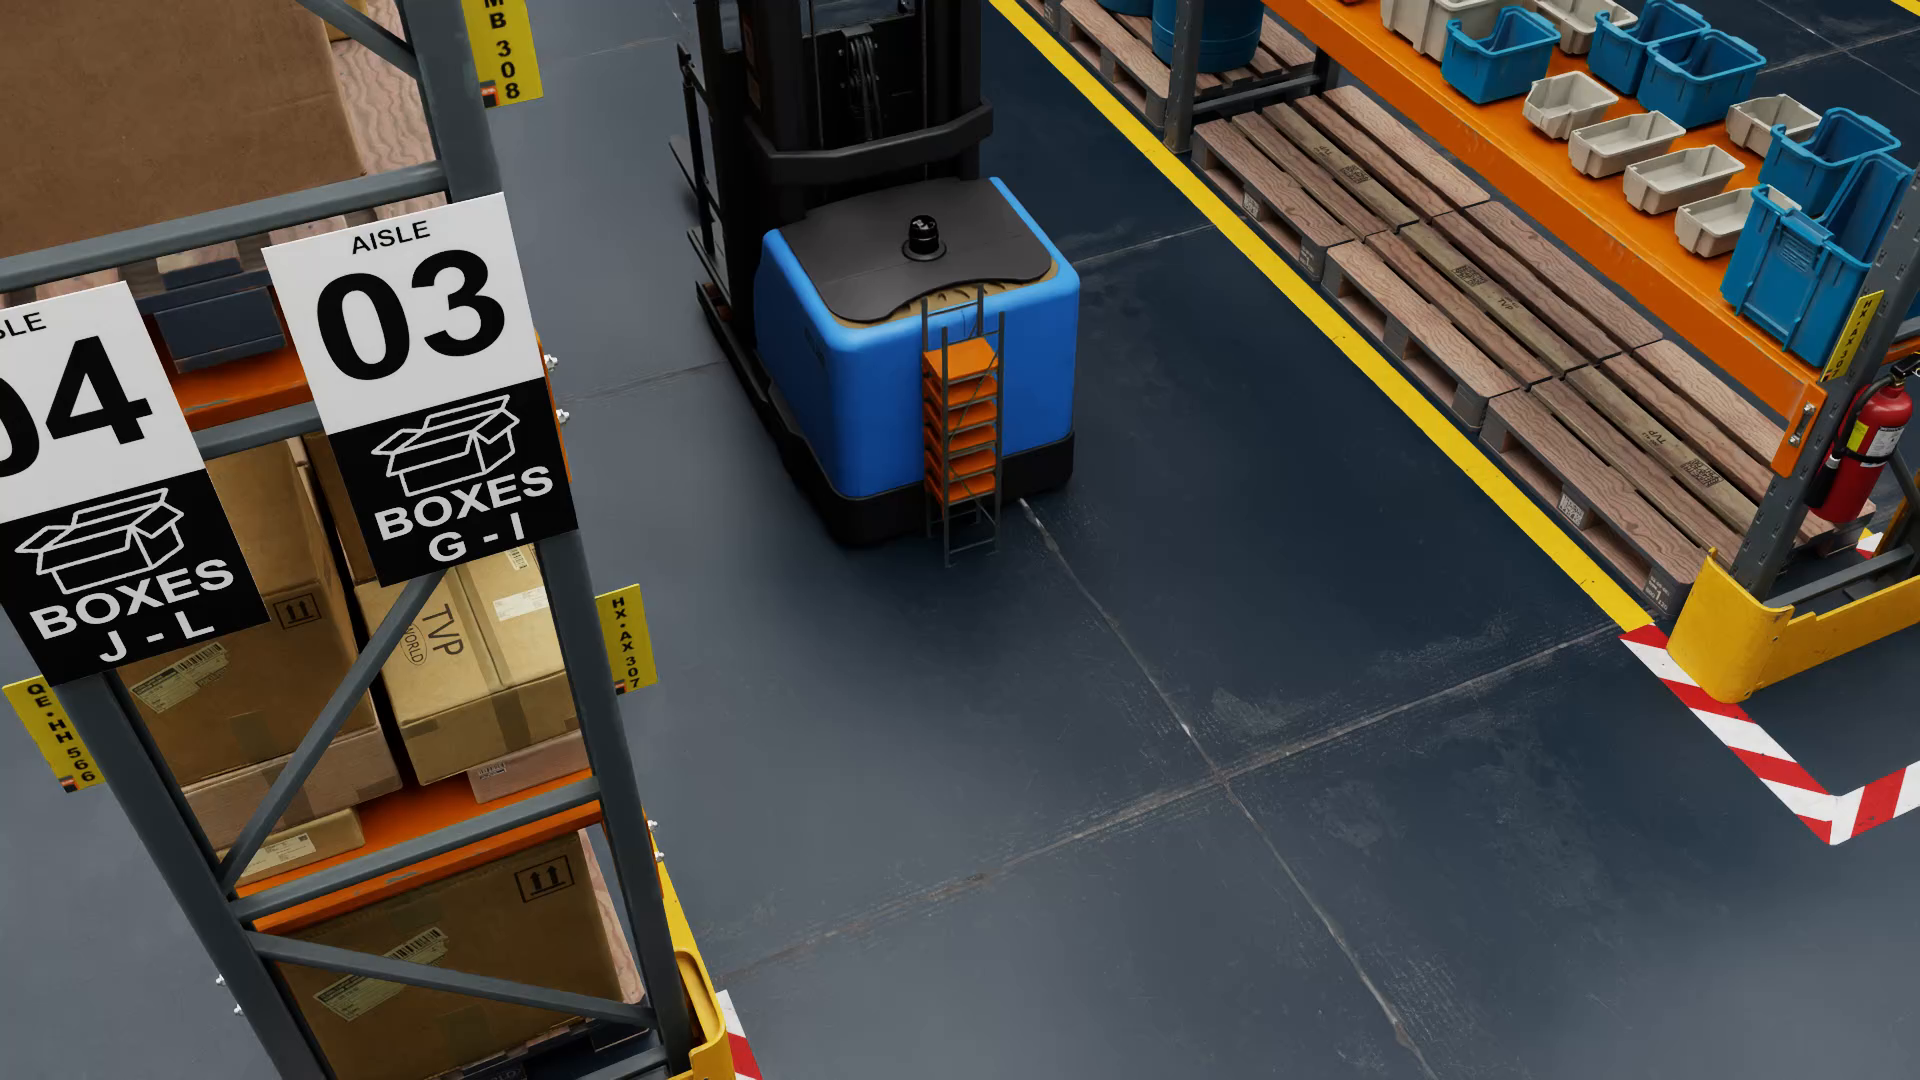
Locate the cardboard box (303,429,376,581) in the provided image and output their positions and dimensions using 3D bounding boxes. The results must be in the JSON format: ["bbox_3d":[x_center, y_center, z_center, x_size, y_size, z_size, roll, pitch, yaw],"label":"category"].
[{"bbox_3d":[-1.416,-0.301,4.281,0.500,0.500,0.500,-19,48,-18],"label":"cardboard box"}]

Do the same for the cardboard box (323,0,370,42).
[{"bbox_3d":[-1.643,-1.276,3.330,0.700,0.500,0.500,-20,48,-19],"label":"cardboard box"}]

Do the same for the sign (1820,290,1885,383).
[{"bbox_3d":[2.753,-0.626,5.132,0.100,0.325,0.005,-18,47,-17],"label":"sign"}]

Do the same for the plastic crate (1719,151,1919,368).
[{"bbox_3d":[2.935,-0.933,5.492,0.616,0.435,0.499,-18,47,-17],"label":"plastic crate"}]

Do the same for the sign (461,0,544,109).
[{"bbox_3d":[-0.743,-0.845,2.656,0.100,0.325,0.005,-18,47,-17],"label":"sign"}]

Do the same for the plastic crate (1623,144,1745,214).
[{"bbox_3d":[2.629,-1.323,6.100,0.396,0.136,0.243,-18,47,-17],"label":"plastic crate"}]

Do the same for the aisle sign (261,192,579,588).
[{"bbox_3d":[-0.946,-0.246,3.012,0.394,0.787,0.004,-18,47,-17],"label":"aisle sign"}]

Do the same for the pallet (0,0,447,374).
[{"bbox_3d":[-1.570,-0.783,3.336,1.003,0.211,1.213,-18,47,-17],"label":"pallet"}]

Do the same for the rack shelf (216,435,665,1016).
[{"bbox_3d":[-2.090,-0.296,5.427,1.077,0.370,4.000,-18,47,-17],"label":"rack shelf"}]

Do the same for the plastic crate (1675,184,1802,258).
[{"bbox_3d":[2.738,-1.134,5.909,0.396,0.136,0.243,-18,47,-17],"label":"plastic crate"}]

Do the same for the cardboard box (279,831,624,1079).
[{"bbox_3d":[-1.591,0.945,4.870,0.875,0.875,0.875,-18,47,-17],"label":"cardboard box"}]

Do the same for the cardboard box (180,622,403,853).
[{"bbox_3d":[-1.693,0.439,4.064,0.500,0.250,0.500,-19,48,-18],"label":"cardboard box"}]

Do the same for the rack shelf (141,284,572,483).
[{"bbox_3d":[-2.090,-1.364,4.373,1.077,0.370,4.000,-18,47,-17],"label":"rack shelf"}]

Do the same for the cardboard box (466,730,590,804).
[{"bbox_3d":[-1.099,0.488,4.299,0.380,0.149,0.250,-18,47,-17],"label":"cardboard box"}]

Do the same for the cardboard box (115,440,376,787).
[{"bbox_3d":[-1.692,0.170,3.803,0.500,0.500,0.500,-17,47,-17],"label":"cardboard box"}]

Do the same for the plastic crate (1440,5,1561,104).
[{"bbox_3d":[2.149,-1.935,6.652,0.416,0.233,0.300,-18,47,-17],"label":"plastic crate"}]

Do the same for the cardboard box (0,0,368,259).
[{"bbox_3d":[-1.516,-0.882,2.931,0.700,0.500,0.500,-21,48,-20],"label":"cardboard box"}]

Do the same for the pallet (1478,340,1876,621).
[{"bbox_3d":[2.933,-0.285,6.888,1.003,0.211,1.213,-18,47,-17],"label":"pallet"}]

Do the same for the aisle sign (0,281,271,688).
[{"bbox_3d":[-1.491,-0.069,2.833,0.394,0.787,0.004,-18,47,-17],"label":"aisle sign"}]

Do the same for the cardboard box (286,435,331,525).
[{"bbox_3d":[-2.120,-0.208,4.720,0.500,0.250,0.500,-20,48,-19],"label":"cardboard box"}]

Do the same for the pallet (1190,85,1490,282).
[{"bbox_3d":[1.907,-1.840,8.464,1.003,0.211,1.213,-18,47,-17],"label":"pallet"}]

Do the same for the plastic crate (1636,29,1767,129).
[{"bbox_3d":[2.886,-1.796,6.511,0.416,0.233,0.300,-18,47,-17],"label":"plastic crate"}]

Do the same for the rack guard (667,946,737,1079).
[{"bbox_3d":[-1.239,1.627,4.745,1.175,0.500,0.348,-18,47,-17],"label":"rack guard"}]

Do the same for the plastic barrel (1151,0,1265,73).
[{"bbox_3d":[1.350,-3.044,8.894,0.600,0.901,0.708,-18,47,-17],"label":"plastic barrel"}]

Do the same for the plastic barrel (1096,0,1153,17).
[{"bbox_3d":[1.052,-3.495,9.351,0.600,0.901,0.708,-18,47,-17],"label":"plastic barrel"}]

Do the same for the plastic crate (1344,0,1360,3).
[{"bbox_3d":[1.711,-2.690,7.253,0.402,0.464,0.583,-18,47,-17],"label":"plastic crate"}]

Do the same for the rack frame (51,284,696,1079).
[{"bbox_3d":[-1.249,0.722,3.882,1.000,3.000,0.127,-18,47,-17],"label":"rack frame"}]

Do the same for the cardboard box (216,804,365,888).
[{"bbox_3d":[-1.697,0.682,4.102,0.380,0.149,0.250,-17,47,-17],"label":"cardboard box"}]

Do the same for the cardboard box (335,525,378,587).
[{"bbox_3d":[-1.430,-0.045,4.555,0.500,0.250,0.500,-19,48,-18],"label":"cardboard box"}]

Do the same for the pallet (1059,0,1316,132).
[{"bbox_3d":[1.276,-2.801,9.438,1.003,0.211,1.213,-18,47,-17],"label":"pallet"}]

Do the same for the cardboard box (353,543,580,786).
[{"bbox_3d":[-1.206,0.284,4.221,0.500,0.250,0.500,-19,48,-18],"label":"cardboard box"}]

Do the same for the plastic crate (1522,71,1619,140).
[{"bbox_3d":[2.348,-1.676,6.458,0.298,0.136,0.250,-18,47,-17],"label":"plastic crate"}]

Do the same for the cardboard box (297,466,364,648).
[{"bbox_3d":[-1.906,0.116,4.392,0.500,0.250,0.500,-19,48,-18],"label":"cardboard box"}]

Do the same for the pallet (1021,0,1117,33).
[{"bbox_3d":[0.760,-3.579,10.227,1.003,0.211,1.213,-18,47,-17],"label":"pallet"}]

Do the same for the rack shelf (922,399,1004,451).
[{"bbox_3d":[0.011,-0.459,6.253,0.258,0.103,0.180,-17,47,-16],"label":"rack shelf"}]

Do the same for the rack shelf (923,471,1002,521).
[{"bbox_3d":[0.011,-0.202,6.506,0.258,0.103,0.180,-17,47,-16],"label":"rack shelf"}]

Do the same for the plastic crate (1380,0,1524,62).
[{"bbox_3d":[2.038,-2.241,6.927,0.437,0.282,0.530,-18,47,-17],"label":"plastic crate"}]

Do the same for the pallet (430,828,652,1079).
[{"bbox_3d":[-1.656,1.229,5.355,1.003,0.211,1.213,-18,47,-17],"label":"pallet"}]

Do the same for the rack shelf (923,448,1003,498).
[{"bbox_3d":[0.011,-0.288,6.421,0.258,0.103,0.180,-17,47,-16],"label":"rack shelf"}]

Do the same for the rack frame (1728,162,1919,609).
[{"bbox_3d":[3.245,-0.740,5.365,1.000,3.000,0.127,-18,47,-17],"label":"rack frame"}]

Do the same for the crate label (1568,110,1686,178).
[{"bbox_3d":[2.490,-1.493,6.273,0.396,0.136,0.243,-18,47,-17],"label":"crate label"}]

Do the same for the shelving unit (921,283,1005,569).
[{"bbox_3d":[0.011,-0.405,6.306,0.258,1.200,0.189,-17,47,-16],"label":"shelving unit"}]

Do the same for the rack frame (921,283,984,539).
[{"bbox_3d":[-0.026,-0.464,6.366,0.240,1.200,0.006,-17,47,-16],"label":"rack frame"}]

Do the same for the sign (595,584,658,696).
[{"bbox_3d":[-0.743,0.226,3.713,0.100,0.325,0.005,-18,47,-17],"label":"sign"}]

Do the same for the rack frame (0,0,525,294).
[{"bbox_3d":[-1.249,-1.413,1.775,1.000,3.000,0.127,-18,47,-17],"label":"rack frame"}]

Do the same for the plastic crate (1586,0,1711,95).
[{"bbox_3d":[2.760,-1.987,6.705,0.416,0.233,0.300,-18,47,-17],"label":"plastic crate"}]

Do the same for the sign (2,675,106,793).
[{"bbox_3d":[-1.747,0.377,3.239,0.100,0.325,0.005,-18,47,-17],"label":"sign"}]

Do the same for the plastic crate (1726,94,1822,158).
[{"bbox_3d":[3.095,-1.584,6.364,0.250,0.136,0.298,-18,47,-17],"label":"plastic crate"}]

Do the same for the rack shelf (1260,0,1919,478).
[{"bbox_3d":[2.404,-1.759,6.909,1.077,0.370,4.000,-18,47,-17],"label":"rack shelf"}]

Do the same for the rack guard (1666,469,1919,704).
[{"bbox_3d":[3.267,0.161,6.231,1.175,0.500,0.348,-18,47,-17],"label":"rack guard"}]

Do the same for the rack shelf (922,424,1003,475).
[{"bbox_3d":[0.011,-0.373,6.337,0.258,0.103,0.180,-17,47,-16],"label":"rack shelf"}]

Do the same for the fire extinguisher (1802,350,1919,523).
[{"bbox_3d":[2.896,-0.350,5.289,0.296,0.674,0.183,-18,47,-17],"label":"fire extinguisher"}]

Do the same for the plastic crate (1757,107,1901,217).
[{"bbox_3d":[3.163,-1.376,6.086,0.416,0.233,0.300,-18,47,-17],"label":"plastic crate"}]

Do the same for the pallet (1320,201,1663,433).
[{"bbox_3d":[2.424,-1.061,7.675,1.003,0.211,1.213,-18,47,-17],"label":"pallet"}]

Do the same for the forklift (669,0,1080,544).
[{"bbox_3d":[-0.581,-2.075,6.766,1.130,2.935,3.031,-17,47,-16],"label":"forklift"}]

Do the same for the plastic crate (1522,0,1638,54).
[{"bbox_3d":[2.568,-2.196,6.985,0.293,0.136,0.466,-18,47,-17],"label":"plastic crate"}]

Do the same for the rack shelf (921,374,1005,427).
[{"bbox_3d":[0.011,-0.544,6.169,0.258,0.103,0.180,-17,47,-16],"label":"rack shelf"}]

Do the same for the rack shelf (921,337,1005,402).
[{"bbox_3d":[0.011,-0.629,6.084,0.258,0.103,0.180,-17,47,-16],"label":"rack shelf"}]

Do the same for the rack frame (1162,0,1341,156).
[{"bbox_3d":[1.563,-3.289,7.948,1.000,3.000,0.127,-18,47,-17],"label":"rack frame"}]

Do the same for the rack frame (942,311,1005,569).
[{"bbox_3d":[0.047,-0.346,6.246,0.240,1.200,0.006,-17,47,-16],"label":"rack frame"}]
